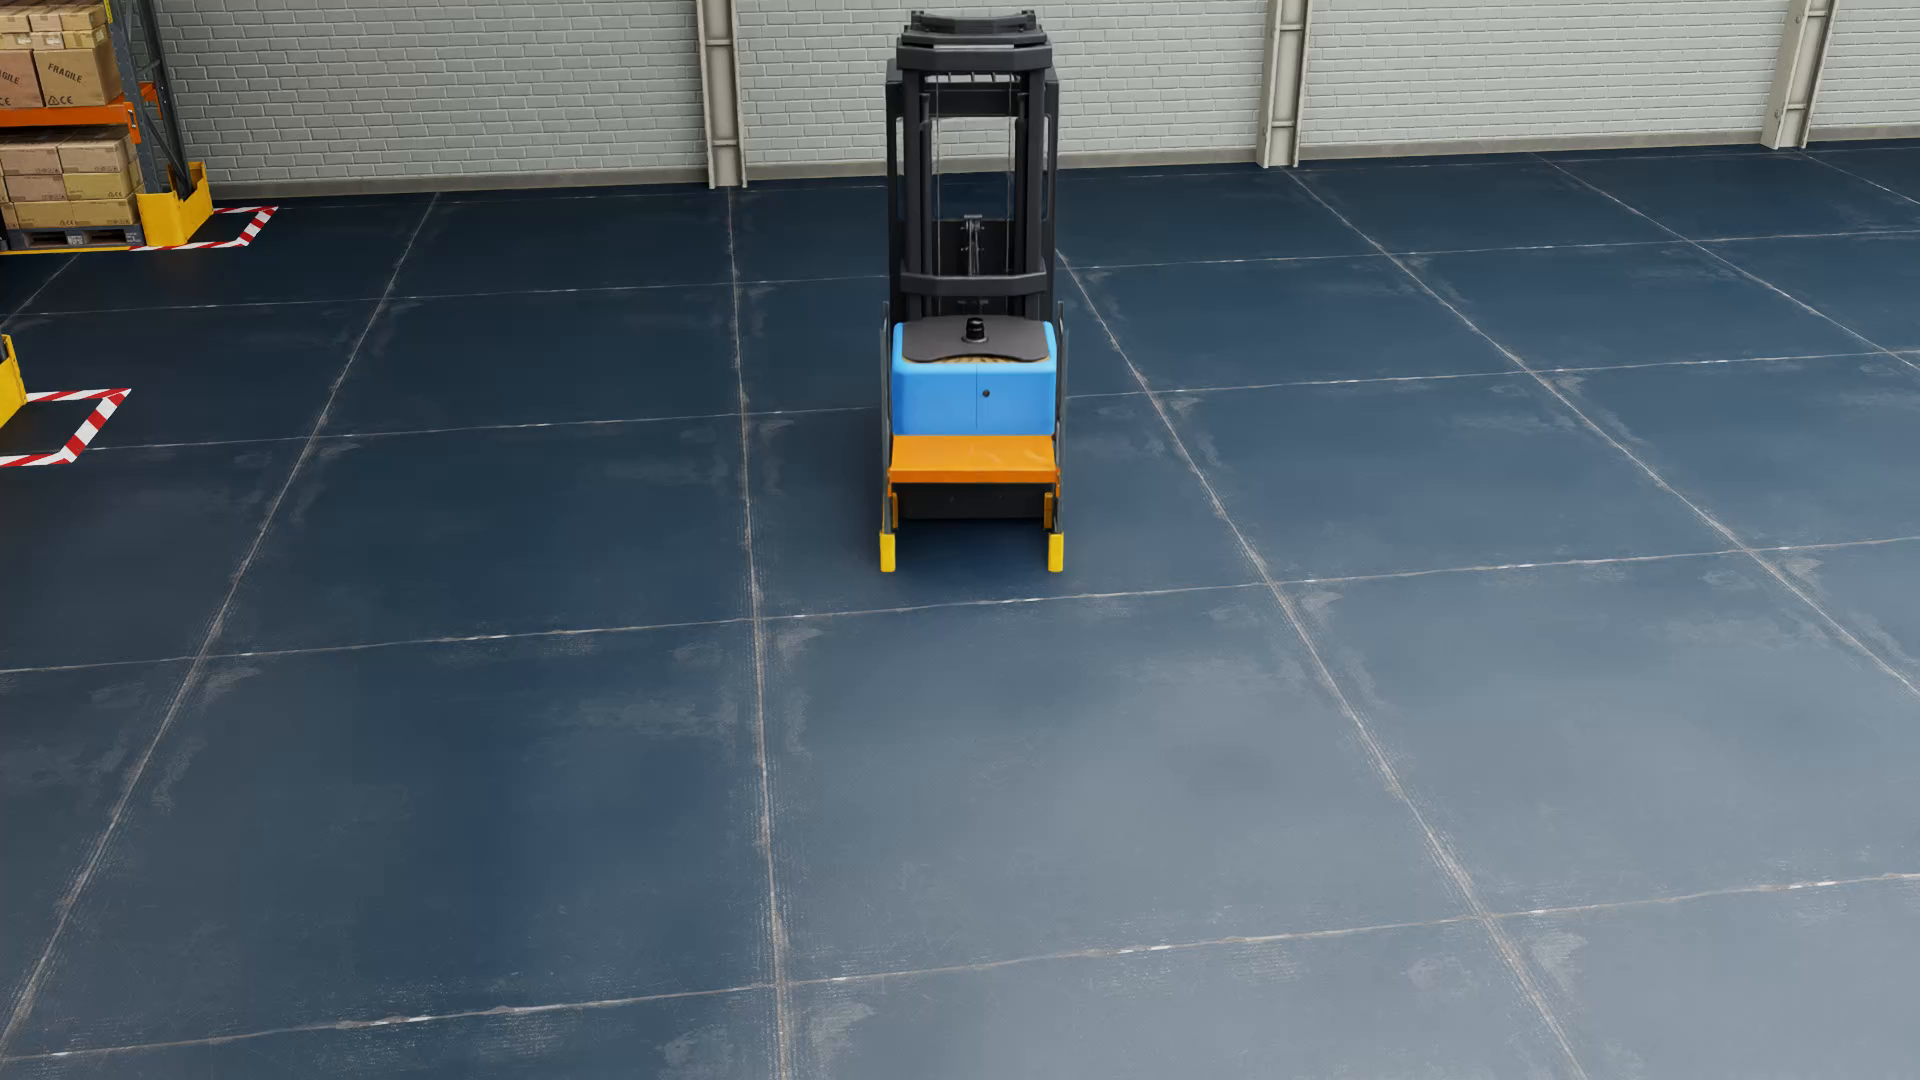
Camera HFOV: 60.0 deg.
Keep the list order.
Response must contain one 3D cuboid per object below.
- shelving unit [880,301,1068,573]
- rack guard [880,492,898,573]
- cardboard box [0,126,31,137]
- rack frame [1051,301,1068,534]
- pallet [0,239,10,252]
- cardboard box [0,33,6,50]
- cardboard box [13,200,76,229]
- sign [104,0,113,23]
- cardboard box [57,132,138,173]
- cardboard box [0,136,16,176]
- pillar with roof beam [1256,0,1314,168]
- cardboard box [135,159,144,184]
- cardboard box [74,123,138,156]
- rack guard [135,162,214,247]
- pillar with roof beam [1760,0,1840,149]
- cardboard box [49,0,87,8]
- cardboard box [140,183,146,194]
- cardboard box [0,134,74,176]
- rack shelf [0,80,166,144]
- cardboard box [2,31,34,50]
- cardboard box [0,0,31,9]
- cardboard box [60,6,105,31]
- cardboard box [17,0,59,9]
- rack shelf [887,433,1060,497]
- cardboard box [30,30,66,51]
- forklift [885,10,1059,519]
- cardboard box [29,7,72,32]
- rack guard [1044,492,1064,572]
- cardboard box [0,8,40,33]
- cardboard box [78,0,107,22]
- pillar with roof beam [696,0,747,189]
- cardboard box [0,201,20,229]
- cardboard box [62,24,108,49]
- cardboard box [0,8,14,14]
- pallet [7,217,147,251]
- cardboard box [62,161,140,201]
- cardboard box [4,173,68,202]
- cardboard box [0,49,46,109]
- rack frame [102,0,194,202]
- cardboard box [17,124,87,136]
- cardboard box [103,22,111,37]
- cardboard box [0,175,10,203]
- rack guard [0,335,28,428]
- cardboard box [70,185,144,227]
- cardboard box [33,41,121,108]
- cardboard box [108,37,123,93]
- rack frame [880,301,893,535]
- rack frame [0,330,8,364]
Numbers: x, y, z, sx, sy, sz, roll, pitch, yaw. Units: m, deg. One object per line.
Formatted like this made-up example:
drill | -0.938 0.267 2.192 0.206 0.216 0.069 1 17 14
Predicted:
shelving unit | 0.068 -0.608 9.791 1.083 1.500 0.587 0 27 0
rack guard | -0.430 -0.052 10.076 0.087 0.250 0.587 0 27 0
cardboard box | -9.073 -3.758 15.744 0.500 0.250 0.500 -4 27 -7
rack frame | 0.585 -0.609 9.792 0.032 1.500 0.500 0 27 0
pallet | -9.537 -2.970 15.808 1.213 0.211 1.003 -4 27 -7
cardboard box | -8.645 -4.510 14.934 0.250 0.149 0.380 -4 27 -7
cardboard box | -8.495 -3.118 15.593 0.500 0.250 0.500 -4 27 -7
sign | -7.518 -4.729 14.653 0.005 0.325 0.100 -4 27 -7
cardboard box | -7.992 -3.593 15.423 0.500 0.250 0.500 -3 27 -5
cardboard box | -8.995 -3.521 15.283 0.500 0.250 0.500 -3 27 -6
pillar with roof beam | 4.088 -6.204 12.484 0.400 9.000 9.100 -4 27 -7
cardboard box | -8.074 -3.605 15.993 0.500 0.250 0.500 -3 27 -6
cardboard box | -8.082 -3.818 15.862 0.500 0.250 0.500 -4 27 -8
rack guard | -7.556 -3.244 16.025 0.348 0.500 1.175 -4 27 -7
pillar with roof beam | 10.029 -6.586 13.228 0.400 9.000 9.100 -4 27 -7
cardboard box | -8.214 -4.907 15.381 0.250 0.149 0.380 -3 27 -5
cardboard box | -8.093 -3.375 16.094 0.500 0.250 0.500 -4 27 -7
cardboard box | -8.497 -3.558 15.354 0.500 0.250 0.500 -3 27 -6
rack shelf | -9.560 -3.907 15.367 4.000 0.370 1.077 -4 27 -7
cardboard box | -8.398 -4.521 14.954 0.250 0.149 0.380 -3 27 -6
cardboard box | -8.713 -4.862 15.293 0.250 0.149 0.380 -4 27 -7
cardboard box | -7.905 -4.702 14.982 0.250 0.149 0.380 -4 27 -7
cardboard box | -8.465 -4.871 15.311 0.250 0.149 0.380 -3 27 -6
rack shelf | 0.077 -0.448 9.874 1.000 0.185 0.538 0 27 0
cardboard box | -8.133 -4.509 14.932 0.250 0.149 0.380 -3 27 -6
forklift | 0.072 -2.067 11.069 1.130 2.935 3.031 -1 27 -1
cardboard box | -8.145 -4.672 14.924 0.250 0.149 0.380 -4 27 -7
rack guard | 0.566 -0.053 10.078 0.087 0.250 0.587 0 27 0
cardboard box | -8.400 -4.643 14.868 0.250 0.149 0.380 -3 27 -6
cardboard box | -7.942 -4.895 15.359 0.250 0.149 0.380 -4 27 -8
pillar with roof beam | -1.854 -5.822 11.740 0.400 9.000 9.100 -4 27 -7
cardboard box | -8.991 -3.090 15.539 0.500 0.250 0.500 -3 27 -7
cardboard box | -7.884 -4.539 14.990 0.250 0.149 0.380 -3 27 -6
cardboard box | -8.657 -4.661 14.903 0.250 0.149 0.380 -4 27 -7
pallet | -8.331 -3.046 15.956 1.213 0.211 1.003 -4 27 -7
cardboard box | -8.018 -3.368 15.533 0.500 0.250 0.500 -4 27 -8
cardboard box | -8.516 -3.341 15.480 0.500 0.250 0.500 -4 27 -8
cardboard box | -8.546 -4.220 15.080 0.500 0.500 0.500 -3 27 -5
rack frame | -7.580 -4.355 15.451 0.127 3.000 1.000 -4 27 -7
cardboard box | -8.576 -3.785 15.797 0.500 0.250 0.500 -4 27 -7
cardboard box | -7.952 -4.783 15.467 0.250 0.149 0.380 -4 27 -8
cardboard box | -9.025 -3.299 15.398 0.500 0.250 0.500 -4 27 -8
rack guard | -6.960 -0.994 11.640 0.348 0.500 1.175 -4 27 -7
cardboard box | -8.001 -3.145 15.646 0.500 0.250 0.500 -3 27 -7
cardboard box | -8.030 -4.249 15.136 0.500 0.500 0.500 -4 27 -8
cardboard box | -8.109 -4.493 15.612 0.500 0.500 0.500 -3 27 -5
rack frame | -0.431 -0.608 9.790 0.032 1.500 0.500 0 27 0
rack frame | -6.885 -2.111 11.078 0.127 3.000 1.000 -4 27 -7
